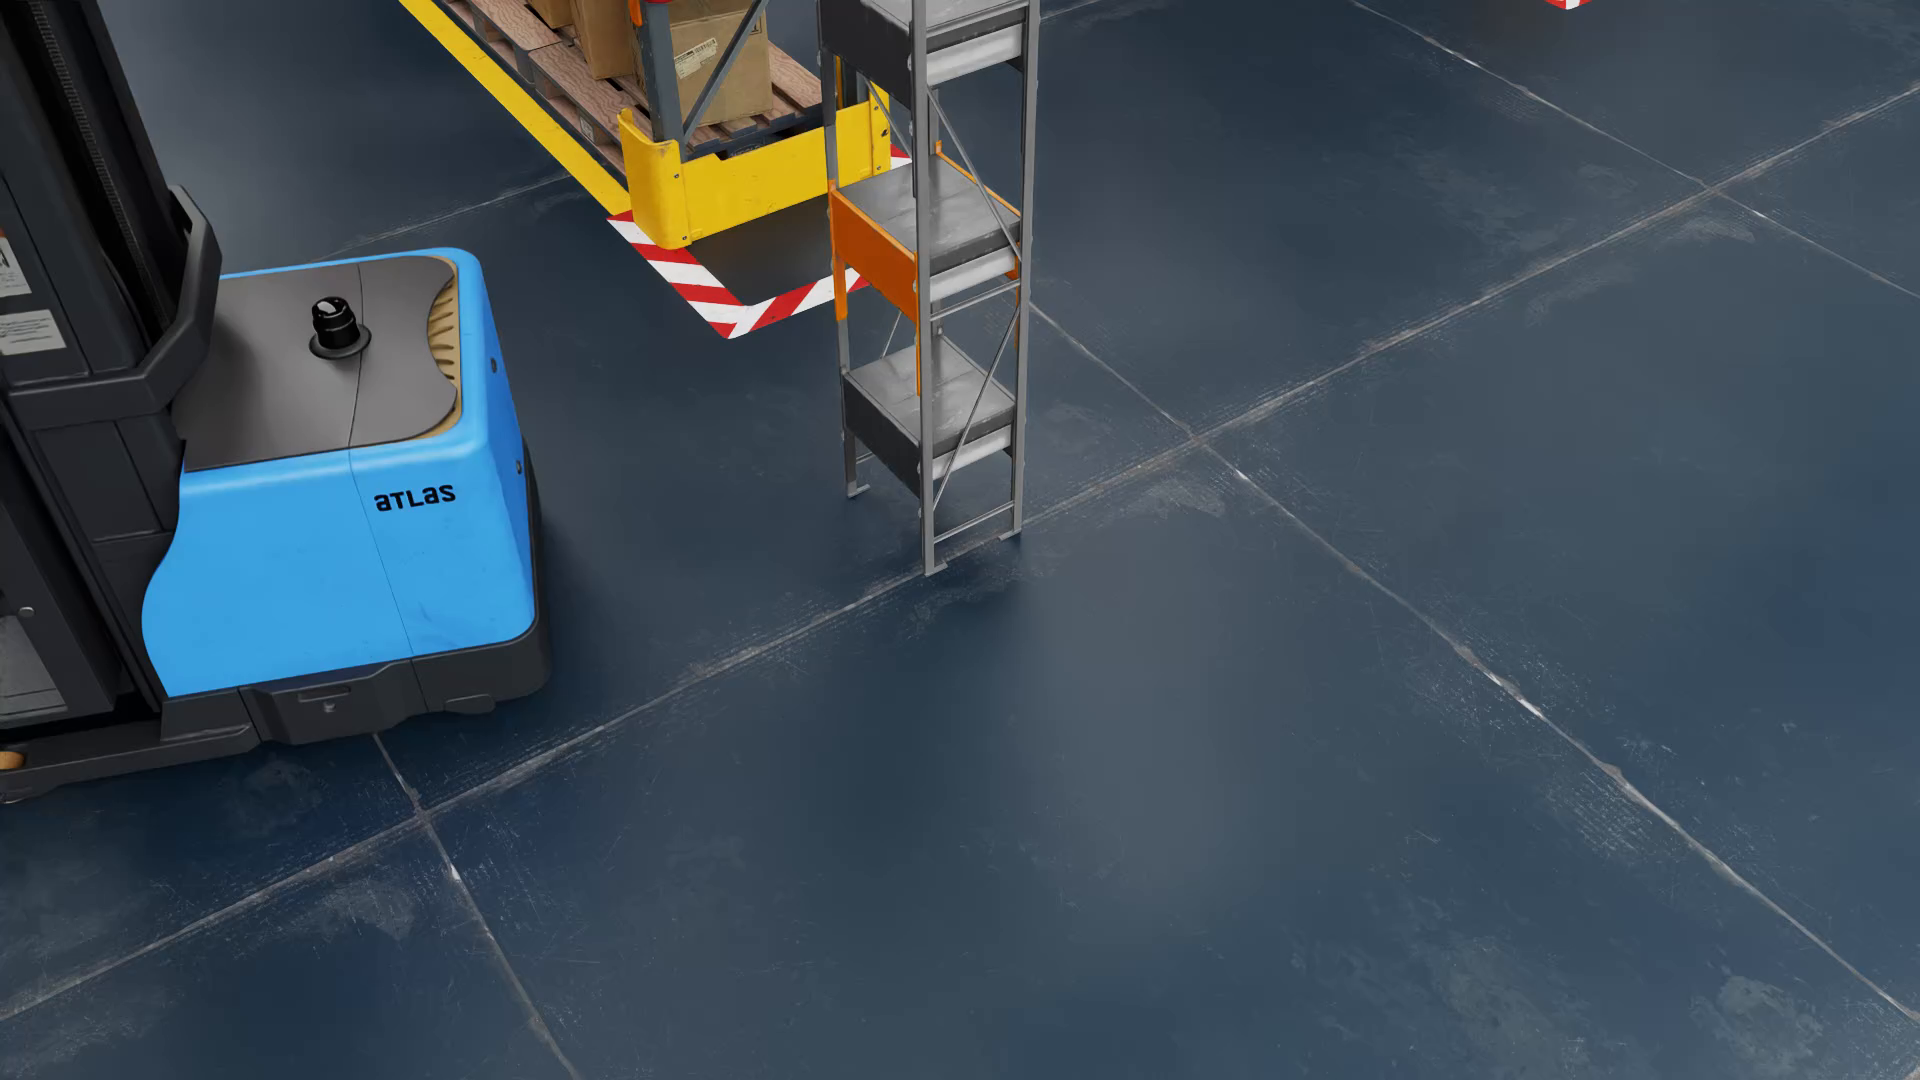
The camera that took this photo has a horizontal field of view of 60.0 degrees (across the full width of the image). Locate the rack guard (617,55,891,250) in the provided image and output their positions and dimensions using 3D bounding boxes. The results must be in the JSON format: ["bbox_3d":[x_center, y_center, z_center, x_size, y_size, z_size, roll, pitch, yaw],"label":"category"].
[{"bbox_3d":[-0.863,-1.719,7.189,1.175,0.500,0.348,-26,49,-24],"label":"rack guard"}]

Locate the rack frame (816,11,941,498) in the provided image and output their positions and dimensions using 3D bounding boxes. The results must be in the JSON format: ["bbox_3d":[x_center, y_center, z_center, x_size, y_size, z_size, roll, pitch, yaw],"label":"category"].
[{"bbox_3d":[-0.234,-0.991,5.268,0.400,2.100,0.015,-26,49,-24],"label":"rack frame"}]

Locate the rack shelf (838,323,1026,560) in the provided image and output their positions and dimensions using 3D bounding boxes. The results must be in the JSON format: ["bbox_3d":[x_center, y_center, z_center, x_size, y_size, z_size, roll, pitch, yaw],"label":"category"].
[{"bbox_3d":[-0.095,-0.337,5.616,0.431,0.518,0.480,-26,49,-24],"label":"rack shelf"}]

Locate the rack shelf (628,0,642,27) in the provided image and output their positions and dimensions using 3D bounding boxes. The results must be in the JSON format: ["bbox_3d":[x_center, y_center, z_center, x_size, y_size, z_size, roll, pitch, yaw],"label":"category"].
[{"bbox_3d":[-1.964,-3.453,7.716,1.077,0.370,4.000,-26,49,-24],"label":"rack shelf"}]

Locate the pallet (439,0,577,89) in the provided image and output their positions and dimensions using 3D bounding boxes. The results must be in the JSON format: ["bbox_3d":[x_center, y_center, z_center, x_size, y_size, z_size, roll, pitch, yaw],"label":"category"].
[{"bbox_3d":[-1.993,-2.779,8.509,1.003,0.211,1.213,-26,49,-24],"label":"pallet"}]

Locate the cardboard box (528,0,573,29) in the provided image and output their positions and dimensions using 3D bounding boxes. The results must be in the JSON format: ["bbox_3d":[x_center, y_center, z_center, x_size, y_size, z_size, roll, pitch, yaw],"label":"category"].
[{"bbox_3d":[-1.876,-2.876,8.096,0.500,0.500,0.500,-21,48,-21],"label":"cardboard box"}]

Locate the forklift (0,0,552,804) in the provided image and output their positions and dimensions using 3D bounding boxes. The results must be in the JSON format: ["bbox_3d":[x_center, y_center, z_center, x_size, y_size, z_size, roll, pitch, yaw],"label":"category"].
[{"bbox_3d":[-2.853,-0.650,4.309,3.031,2.935,1.130,-9,44,-10],"label":"forklift"}]

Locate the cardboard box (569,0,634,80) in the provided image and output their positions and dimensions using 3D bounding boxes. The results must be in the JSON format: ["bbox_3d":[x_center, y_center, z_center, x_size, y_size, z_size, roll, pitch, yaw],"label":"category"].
[{"bbox_3d":[-1.533,-2.514,7.717,0.500,0.500,0.500,-14,45,-14],"label":"cardboard box"}]

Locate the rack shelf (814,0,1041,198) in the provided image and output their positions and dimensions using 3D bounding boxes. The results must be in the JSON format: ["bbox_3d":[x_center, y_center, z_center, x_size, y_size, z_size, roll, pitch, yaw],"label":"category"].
[{"bbox_3d":[-0.095,-1.350,4.649,0.431,0.518,0.480,-26,49,-24],"label":"rack shelf"}]

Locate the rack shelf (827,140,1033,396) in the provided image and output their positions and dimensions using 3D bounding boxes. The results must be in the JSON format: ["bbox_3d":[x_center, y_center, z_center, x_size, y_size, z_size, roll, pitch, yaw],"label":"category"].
[{"bbox_3d":[-0.095,-0.843,5.133,0.431,0.518,0.480,-26,49,-24],"label":"rack shelf"}]

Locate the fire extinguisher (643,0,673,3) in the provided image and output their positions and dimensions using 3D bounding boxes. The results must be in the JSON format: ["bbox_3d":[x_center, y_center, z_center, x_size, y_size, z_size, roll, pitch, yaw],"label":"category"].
[{"bbox_3d":[-1.132,-2.306,6.049,0.296,0.674,0.183,-26,49,-24],"label":"fire extinguisher"}]

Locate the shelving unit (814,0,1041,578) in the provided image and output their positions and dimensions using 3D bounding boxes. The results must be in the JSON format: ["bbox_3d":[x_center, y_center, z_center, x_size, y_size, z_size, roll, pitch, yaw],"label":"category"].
[{"bbox_3d":[-0.095,-0.853,5.123,0.431,2.100,0.503,-26,49,-24],"label":"shelving unit"}]

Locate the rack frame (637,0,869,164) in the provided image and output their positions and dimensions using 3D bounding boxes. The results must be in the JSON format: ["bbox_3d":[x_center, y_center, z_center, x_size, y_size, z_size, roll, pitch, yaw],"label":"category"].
[{"bbox_3d":[-0.820,-2.581,6.281,1.000,3.000,0.127,-26,49,-24],"label":"rack frame"}]

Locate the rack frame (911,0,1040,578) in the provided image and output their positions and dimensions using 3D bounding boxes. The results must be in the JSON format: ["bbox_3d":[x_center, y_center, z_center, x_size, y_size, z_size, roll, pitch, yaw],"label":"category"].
[{"bbox_3d":[0.045,-0.715,4.978,0.400,2.100,0.015,-26,49,-24],"label":"rack frame"}]

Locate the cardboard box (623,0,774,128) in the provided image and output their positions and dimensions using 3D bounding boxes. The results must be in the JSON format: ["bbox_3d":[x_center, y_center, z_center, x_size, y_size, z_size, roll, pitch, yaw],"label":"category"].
[{"bbox_3d":[-1.163,-2.189,7.376,0.500,0.500,0.500,-17,46,-17],"label":"cardboard box"}]

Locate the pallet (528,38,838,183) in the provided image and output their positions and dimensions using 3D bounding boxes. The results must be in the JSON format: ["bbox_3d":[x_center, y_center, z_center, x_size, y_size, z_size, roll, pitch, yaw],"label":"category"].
[{"bbox_3d":[-1.299,-2.089,7.785,1.003,0.211,1.213,-26,49,-24],"label":"pallet"}]
